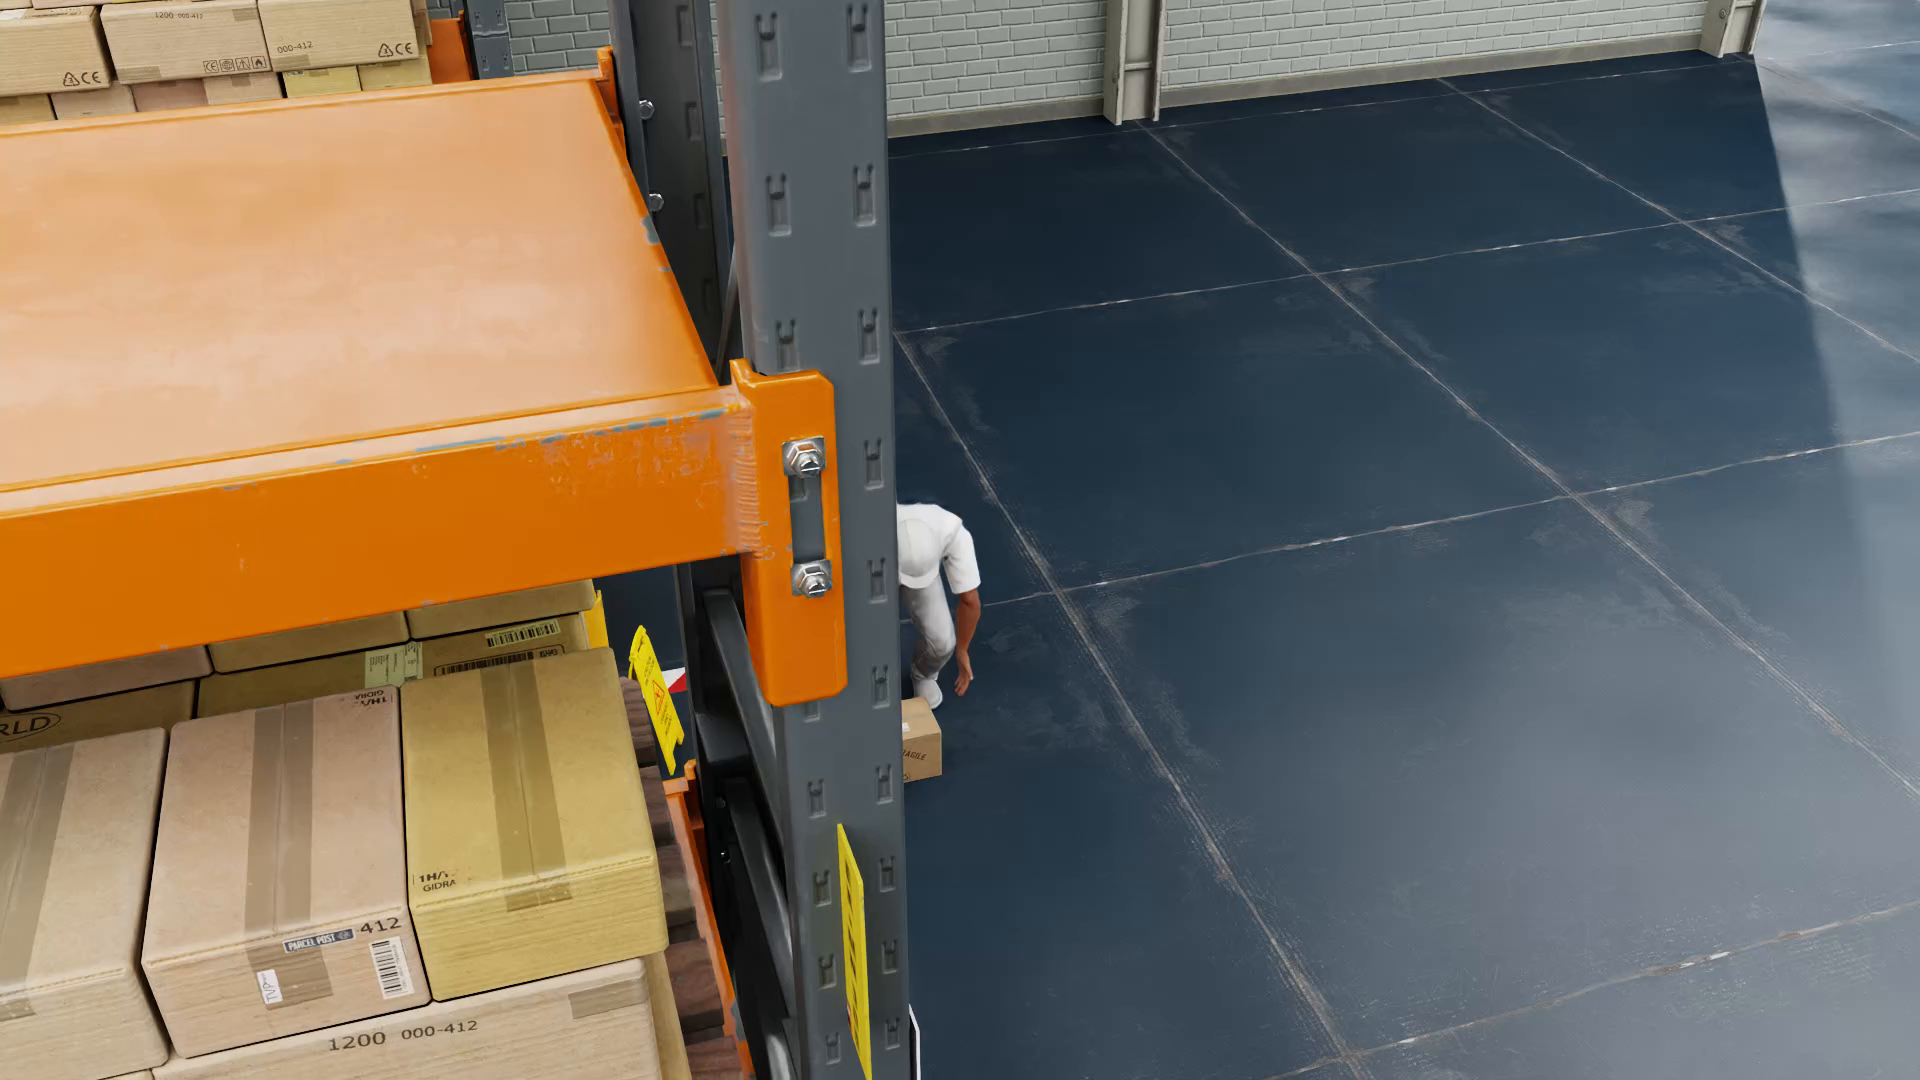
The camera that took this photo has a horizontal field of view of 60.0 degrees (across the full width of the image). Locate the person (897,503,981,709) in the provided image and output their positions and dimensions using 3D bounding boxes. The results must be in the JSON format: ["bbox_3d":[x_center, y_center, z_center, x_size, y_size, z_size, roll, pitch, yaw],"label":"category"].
[{"bbox_3d":[-0.232,0.256,7.253,0.619,1.196,0.847,-3,34,-5],"label":"person"}]
